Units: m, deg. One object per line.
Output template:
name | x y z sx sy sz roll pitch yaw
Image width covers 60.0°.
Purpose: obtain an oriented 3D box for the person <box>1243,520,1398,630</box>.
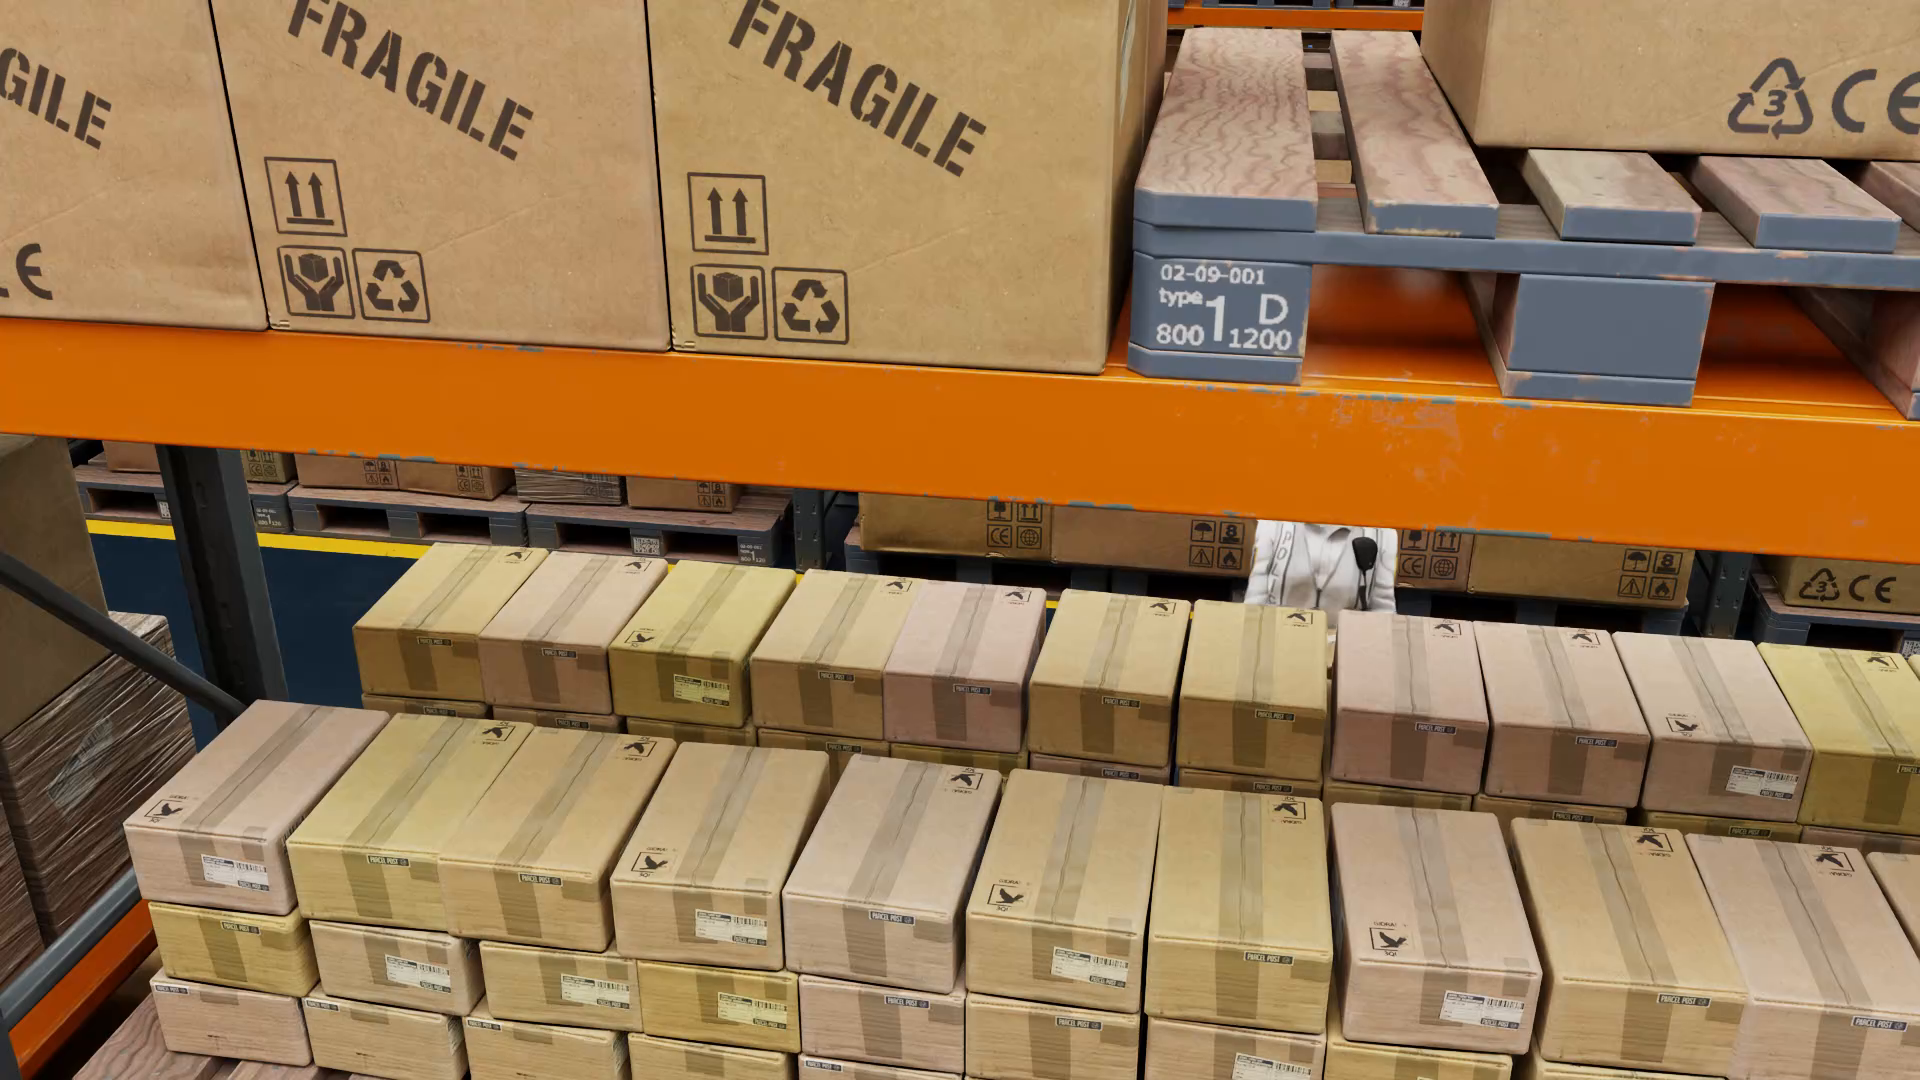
person | 1.084 0.452 5.099 0.468 1.697 0.552 3 25 7
